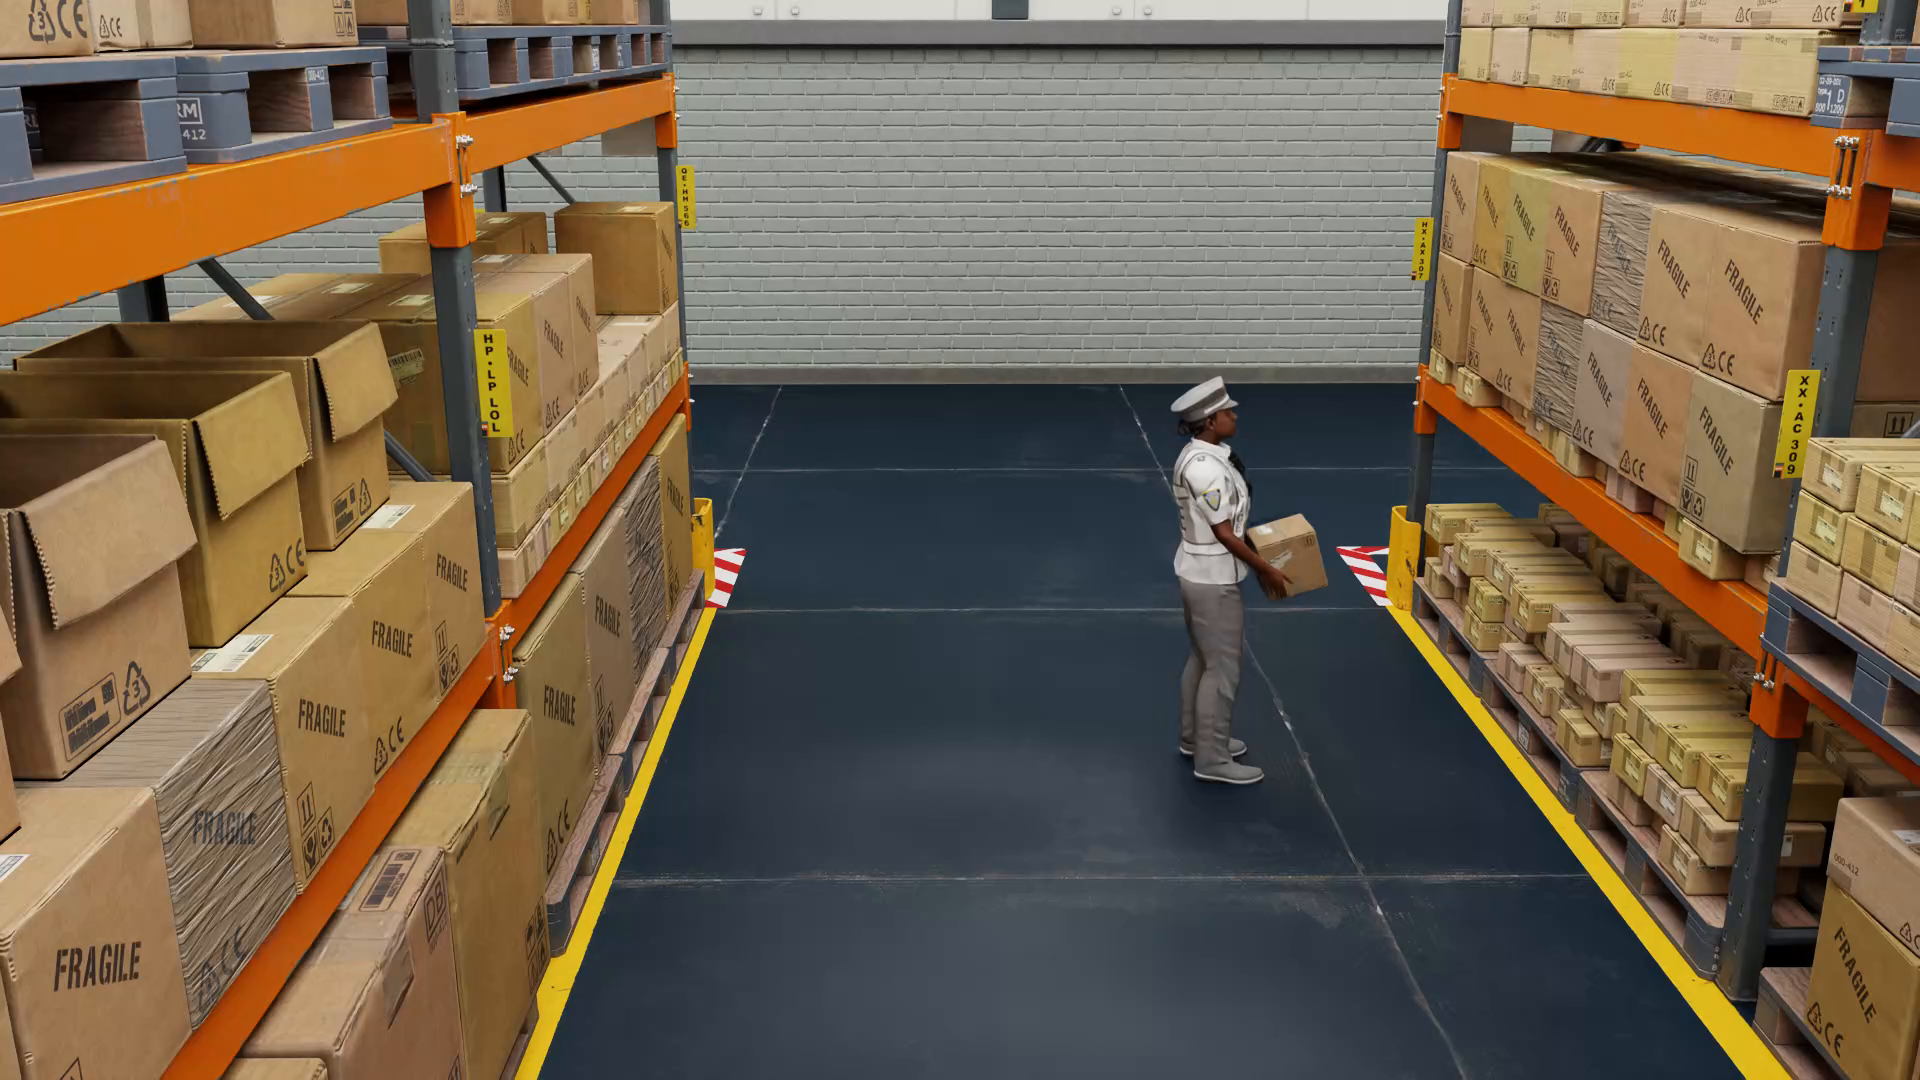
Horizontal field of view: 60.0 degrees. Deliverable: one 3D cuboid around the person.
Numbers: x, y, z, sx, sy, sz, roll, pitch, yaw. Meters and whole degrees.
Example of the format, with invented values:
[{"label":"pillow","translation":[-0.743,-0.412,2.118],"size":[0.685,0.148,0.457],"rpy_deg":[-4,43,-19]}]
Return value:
[{"label":"person","translation":[1.122,0.156,6.974],"size":[0.519,1.702,0.461],"rpy_deg":[2,17,6]}]
